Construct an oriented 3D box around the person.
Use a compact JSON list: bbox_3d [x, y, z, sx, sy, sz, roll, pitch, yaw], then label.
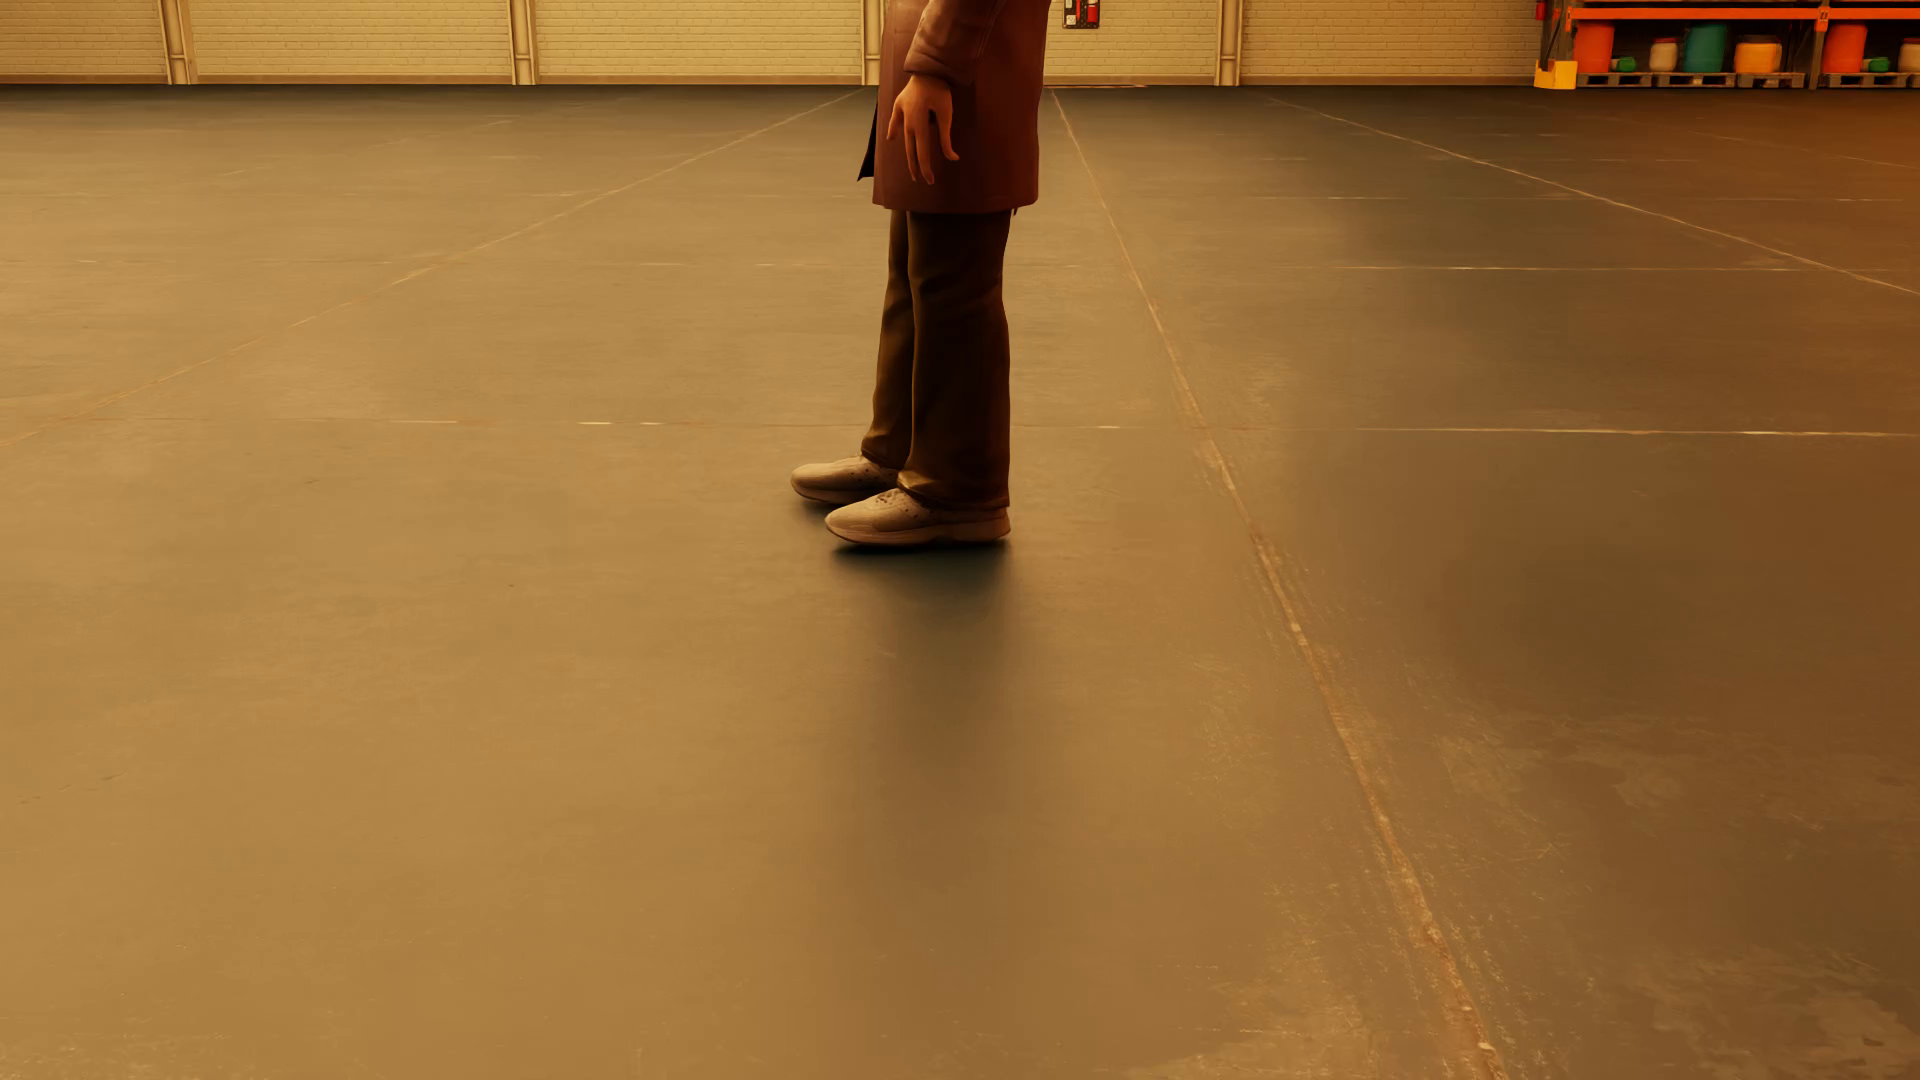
[{"bbox_3d":[-0.090,-0.858,3.113,0.582,1.776,0.696,1,17,2],"label":"person"}]
